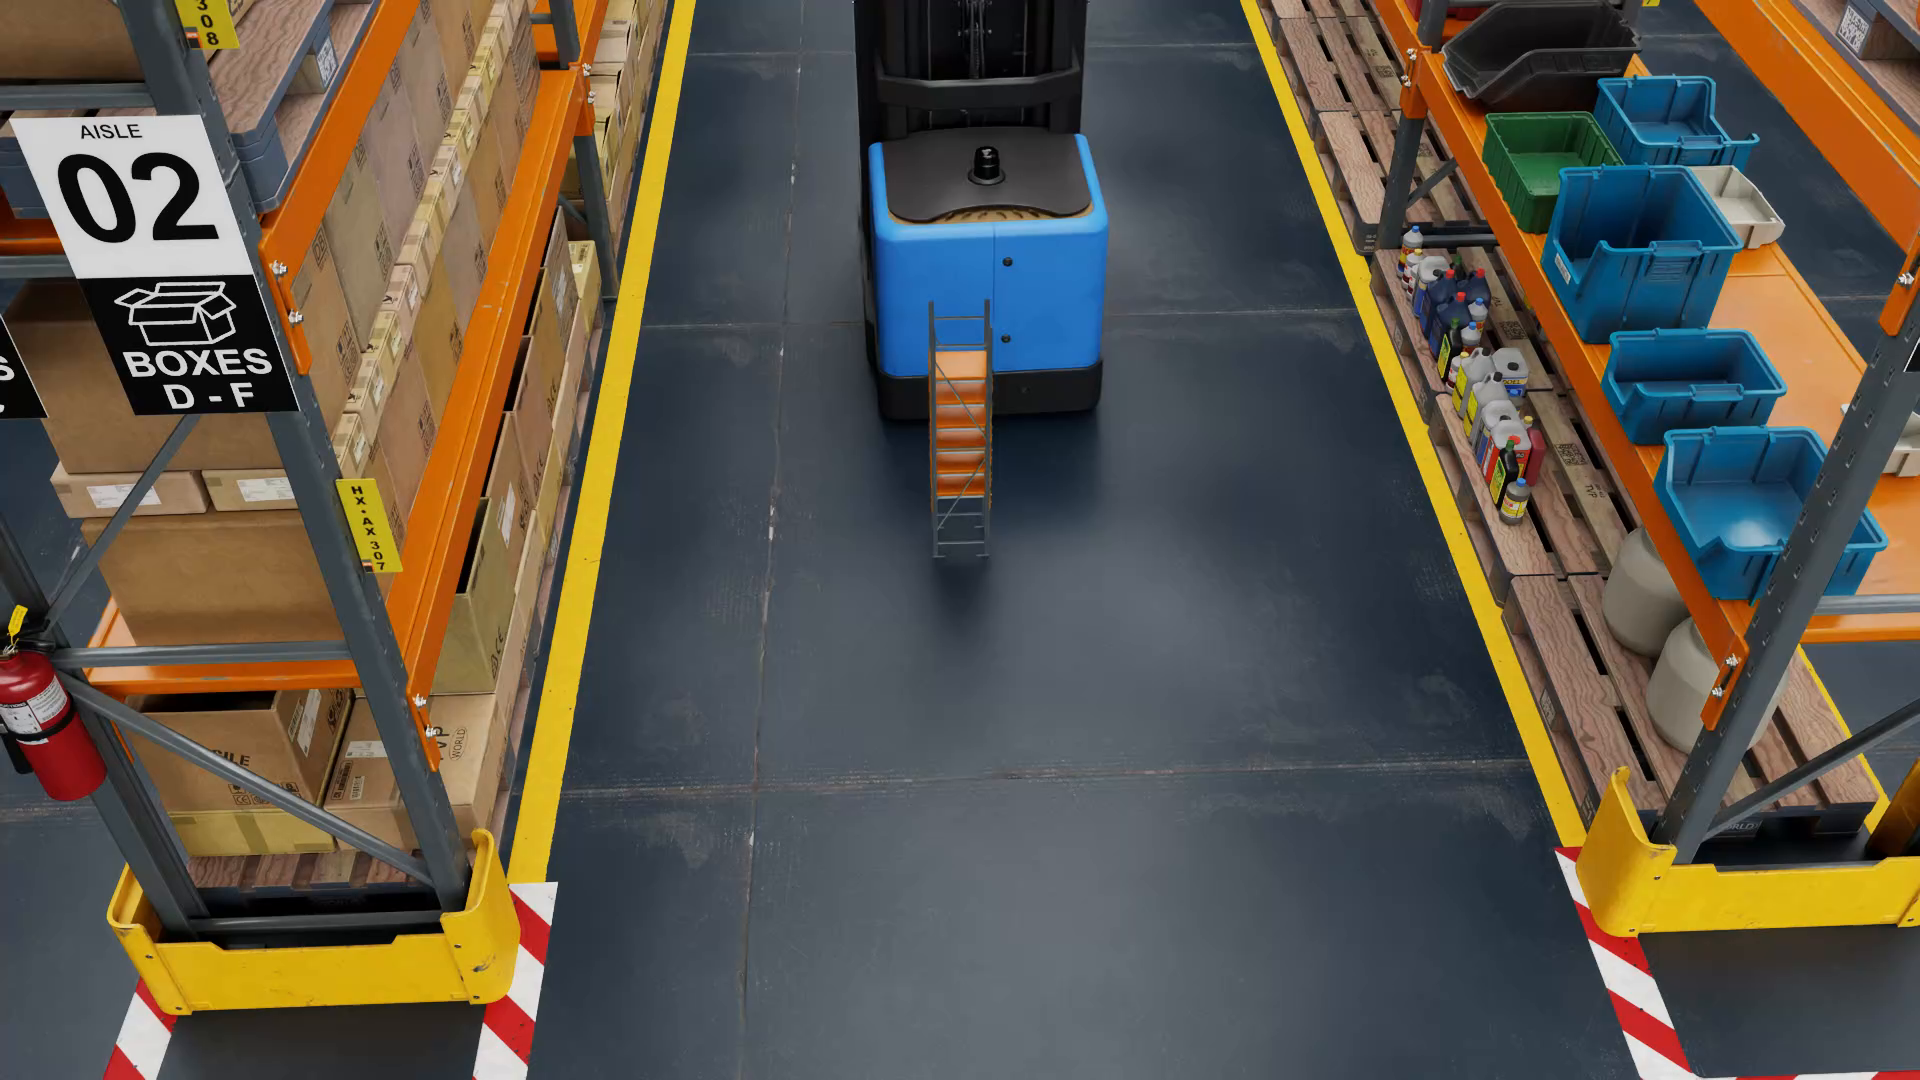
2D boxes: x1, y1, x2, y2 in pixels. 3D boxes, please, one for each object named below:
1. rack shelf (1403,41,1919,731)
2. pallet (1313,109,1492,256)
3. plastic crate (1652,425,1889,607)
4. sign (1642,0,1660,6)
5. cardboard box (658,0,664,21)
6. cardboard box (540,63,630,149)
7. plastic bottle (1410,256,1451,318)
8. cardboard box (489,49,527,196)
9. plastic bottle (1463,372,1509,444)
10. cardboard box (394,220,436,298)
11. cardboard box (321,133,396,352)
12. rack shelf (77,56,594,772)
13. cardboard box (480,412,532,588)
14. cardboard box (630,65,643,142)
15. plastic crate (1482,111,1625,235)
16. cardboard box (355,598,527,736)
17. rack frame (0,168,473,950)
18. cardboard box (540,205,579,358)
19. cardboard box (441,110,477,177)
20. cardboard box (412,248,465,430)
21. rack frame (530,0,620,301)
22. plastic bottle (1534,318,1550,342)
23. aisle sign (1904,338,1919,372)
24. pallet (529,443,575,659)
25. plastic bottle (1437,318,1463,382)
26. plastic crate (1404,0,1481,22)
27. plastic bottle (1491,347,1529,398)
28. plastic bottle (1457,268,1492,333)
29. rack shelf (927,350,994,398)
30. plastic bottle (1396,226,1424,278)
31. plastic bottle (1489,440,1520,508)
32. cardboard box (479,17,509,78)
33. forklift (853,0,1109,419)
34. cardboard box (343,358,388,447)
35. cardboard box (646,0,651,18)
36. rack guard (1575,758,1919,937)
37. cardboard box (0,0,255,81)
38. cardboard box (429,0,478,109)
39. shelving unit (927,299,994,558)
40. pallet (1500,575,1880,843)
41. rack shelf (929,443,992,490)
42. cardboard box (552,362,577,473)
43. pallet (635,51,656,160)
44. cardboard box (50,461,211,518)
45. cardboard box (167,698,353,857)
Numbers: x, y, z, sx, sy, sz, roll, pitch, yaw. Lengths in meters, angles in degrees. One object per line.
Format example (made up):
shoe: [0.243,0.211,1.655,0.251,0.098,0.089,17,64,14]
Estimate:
rack shelf: [2.759,-0.899,6.543,1.077,0.370,4.000,-2,43,-2]
pallet: [2.602,-2.016,9.293,1.003,0.211,1.213,-2,43,-2]
plastic crate: [2.524,-0.089,5.237,0.499,0.251,0.616,-2,43,-2]
sign: [3.224,-2.625,7.689,0.100,0.325,0.005,-2,43,-2]
cardboard box: [-2.153,-3.520,10.595,0.500,0.250,0.500,-2,43,-2]
cardboard box: [-2.059,-2.347,8.900,0.500,0.311,0.500,-2,43,-2]
plastic bottle: [2.291,-1.227,8.059,0.152,0.276,0.135,0,43,0]
cardboard box: [-2.221,-1.756,6.872,0.700,0.500,0.500,-2,43,-2]
plastic bottle: [2.328,-0.603,7.323,0.144,0.351,0.185,0,43,0]
cardboard box: [-1.952,-0.918,5.478,0.380,0.149,0.250,-3,43,-3]
cardboard box: [-2.142,-0.896,4.973,0.700,0.500,0.500,-3,43,-3]
rack shelf: [-2.190,-0.760,6.391,1.077,0.370,4.000,-2,43,-2]
cardboard box: [-1.963,-0.135,6.347,0.500,0.500,0.500,-2,43,-2]
cardboard box: [-2.089,-2.490,9.471,0.500,0.250,0.500,-3,43,-3]
plastic crate: [2.450,-1.512,6.836,0.450,0.188,0.662,-2,43,-2]
cardboard box: [-1.930,0.478,6.232,0.500,0.250,0.500,-2,43,-2]
rack frame: [-2.105,0.325,4.675,1.000,3.000,0.127,-2,43,-2]
cardboard box: [-2.027,-1.148,7.452,0.500,0.500,0.500,-2,43,-2]
cardboard box: [-1.982,-1.437,6.044,0.380,0.149,0.250,0,43,0]
cardboard box: [-2.154,-0.717,5.738,0.700,0.500,0.500,-1,43,-2]
rack frame: [-2.275,-2.375,7.621,1.000,3.000,0.127,-2,43,-2]
plastic bottle: [2.851,-1.095,7.915,0.152,0.276,0.135,-2,43,-2]
aisle sign: [2.551,-0.715,3.887,0.394,0.787,0.004,-2,43,-2]
pallet: [-2.228,0.017,7.075,1.003,0.211,1.213,-2,43,-2]
plastic bottle: [2.267,-0.878,7.673,0.061,0.283,0.133,0,43,0]
plastic crate: [2.348,-2.856,8.099,0.402,0.464,0.583,-2,43,-2]
plastic bottle: [2.467,-0.723,7.509,0.152,0.276,0.135,-2,43,-2]
plastic bottle: [2.438,-1.147,7.917,0.144,0.351,0.185,-2,43,-2]
rack shelf: [0.001,-0.665,6.621,0.258,0.103,0.180,-2,43,-2]
plastic bottle: [2.250,-1.443,8.298,0.097,0.271,0.097,0,43,0]
plastic bottle: [2.305,-0.281,7.021,0.061,0.283,0.133,-1,43,-1]
cardboard box: [-2.015,-1.952,6.606,0.380,0.149,0.250,-2,43,-2]
forklift: [0.026,-2.632,7.953,1.130,2.935,3.031,-3,43,-3]
cardboard box: [-1.920,-0.400,4.912,0.380,0.149,0.250,-3,43,-3]
cardboard box: [-2.129,-3.385,10.032,0.500,0.311,0.500,-2,43,-2]
rack guard: [2.794,1.057,5.726,1.175,0.500,0.348,-2,43,-2]
cardboard box: [-2.125,-1.413,3.861,0.797,0.503,0.637,1,43,1]
cardboard box: [-2.206,-1.911,6.081,0.700,0.500,0.500,-2,43,-2]
shelving unit: [0.001,-0.433,6.834,0.258,1.200,0.189,-2,43,-2]
pallet: [2.765,0.615,6.423,1.003,0.211,1.213,-2,43,-2]
rack shelf: [0.001,-0.311,6.945,0.258,0.103,0.180,-2,43,-2]
cardboard box: [-1.989,-0.534,7.337,0.500,0.250,0.500,-2,43,-2]
pallet: [-2.400,-2.669,10.005,1.003,0.211,1.213,-2,43,-2]
cardboard box: [-2.311,-0.203,4.697,0.380,0.149,0.250,-2,43,-3]
cardboard box: [-2.423,0.831,5.848,0.500,0.250,0.500,-2,43,-2]
